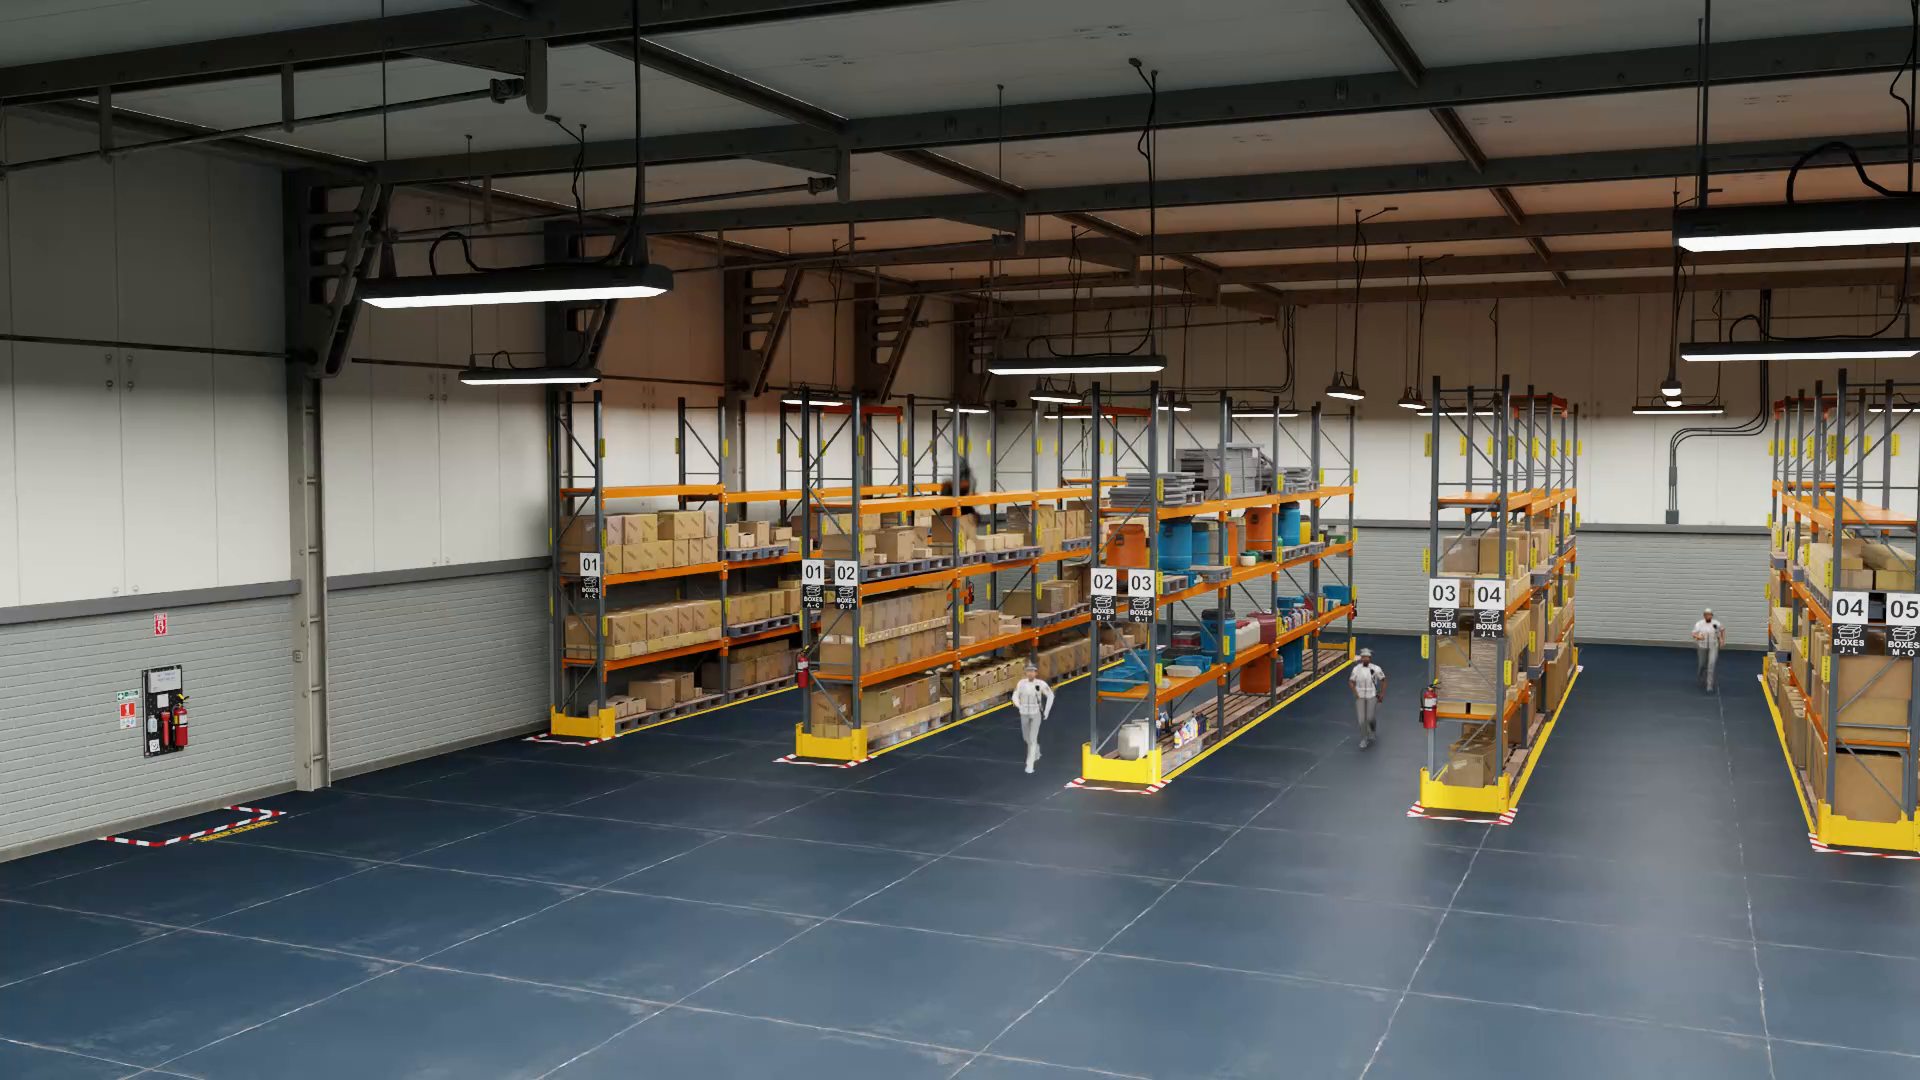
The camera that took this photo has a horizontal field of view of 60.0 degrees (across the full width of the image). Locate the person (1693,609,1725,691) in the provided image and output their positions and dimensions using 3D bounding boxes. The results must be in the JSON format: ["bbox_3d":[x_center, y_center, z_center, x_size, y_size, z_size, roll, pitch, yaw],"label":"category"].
[{"bbox_3d":[15.602,2.270,34.659,0.616,1.673,0.933,2,4,27],"label":"person"}]

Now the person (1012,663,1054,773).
[{"bbox_3d":[1.129,2.744,25.994,0.657,1.696,0.797,1,3,20],"label":"person"}]

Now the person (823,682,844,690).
[{"bbox_3d":[-2.334,2.471,30.875,0.550,1.626,0.646,1,3,15],"label":"person"}]

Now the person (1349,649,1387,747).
[{"bbox_3d":[6.833,2.642,27.912,0.608,1.653,0.581,1,3,19],"label":"person"}]
